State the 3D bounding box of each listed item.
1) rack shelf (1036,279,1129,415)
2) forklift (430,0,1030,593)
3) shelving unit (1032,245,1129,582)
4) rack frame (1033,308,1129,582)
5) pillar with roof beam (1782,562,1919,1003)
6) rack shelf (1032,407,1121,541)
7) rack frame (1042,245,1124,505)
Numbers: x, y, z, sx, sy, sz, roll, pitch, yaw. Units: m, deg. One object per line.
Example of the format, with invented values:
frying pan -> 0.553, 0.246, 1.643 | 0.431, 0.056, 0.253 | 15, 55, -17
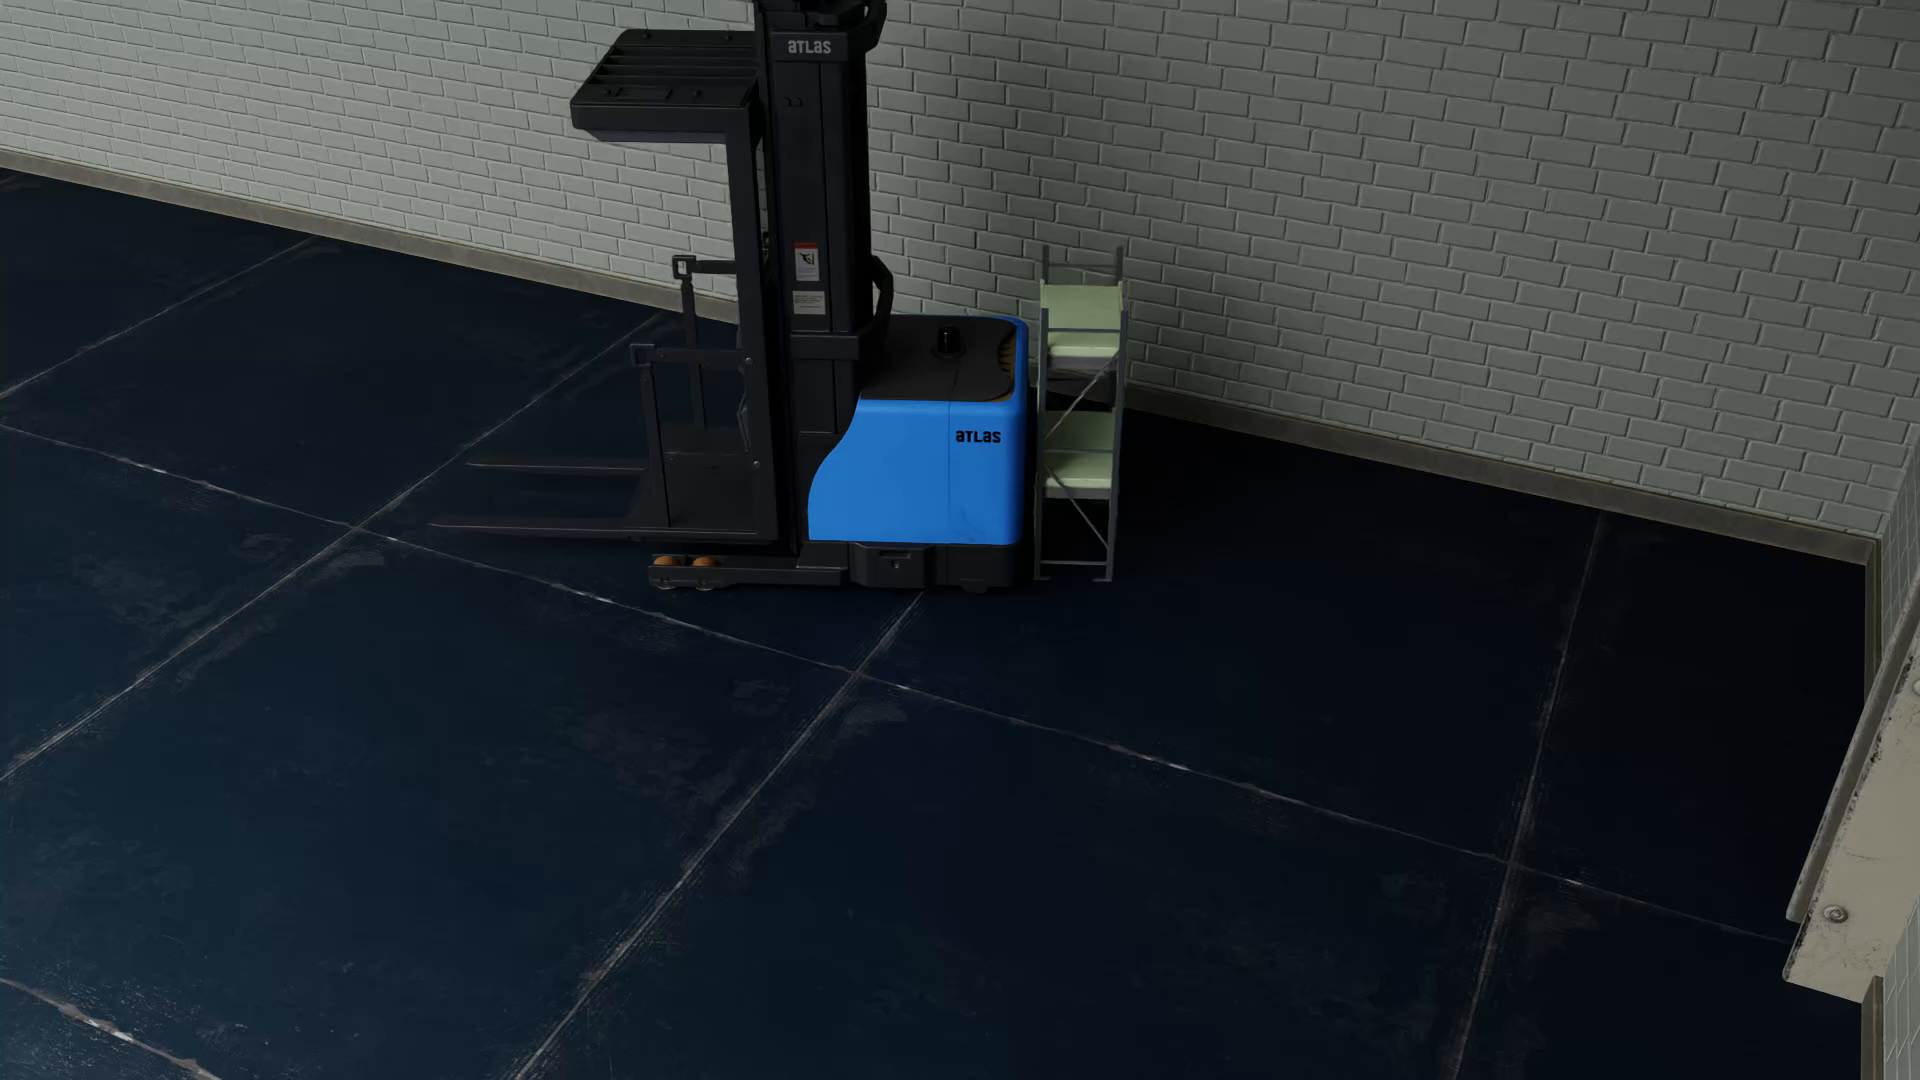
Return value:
rack shelf -> 0.591, -0.953, 8.124 | 0.431, 0.370, 0.720 | 2, 33, 2
forklift -> -1.169, -1.259, 7.996 | 3.031, 2.935, 1.130 | 2, 33, 2
shelving unit -> 0.591, -0.627, 8.338 | 0.431, 1.500, 0.755 | 2, 33, 2
rack frame -> 0.572, -0.426, 8.032 | 0.400, 1.500, 0.023 | 2, 33, 2
pillar with roof beam -> -0.603, -3.165, 5.371 | 9.100, 9.000, 0.400 | 14, 36, 20
rack shelf -> 0.591, -0.354, 8.517 | 0.431, 0.370, 0.720 | 2, 33, 2
rack frame -> 0.610, -0.827, 8.643 | 0.400, 1.500, 0.023 | 2, 33, 2
